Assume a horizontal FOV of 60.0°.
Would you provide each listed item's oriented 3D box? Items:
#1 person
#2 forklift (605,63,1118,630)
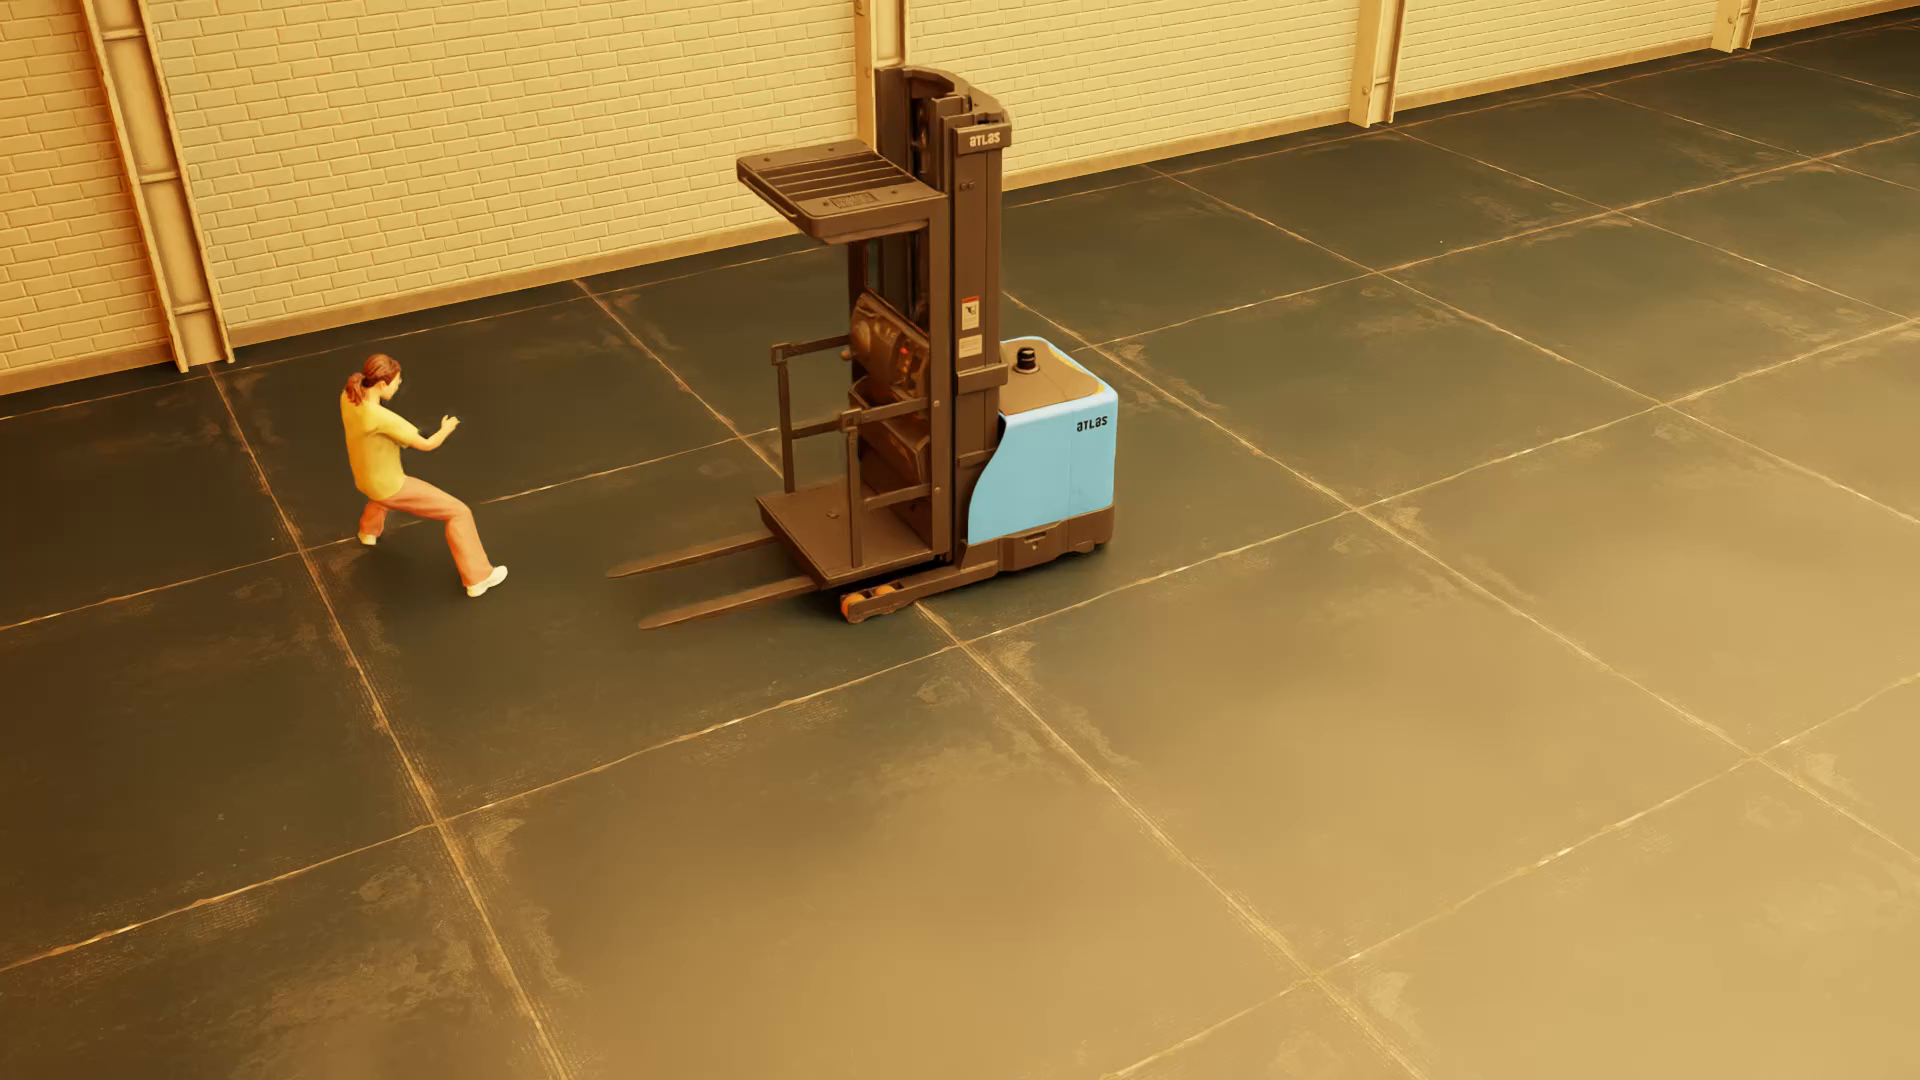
[{"bbox_3d":[-3.302,-0.465,9.865,1.122,1.448,0.613,27,40,37],"label":"person"},{"bbox_3d":[-0.590,-1.085,9.458,3.031,2.935,1.130,-15,34,-24],"label":"forklift"}]
